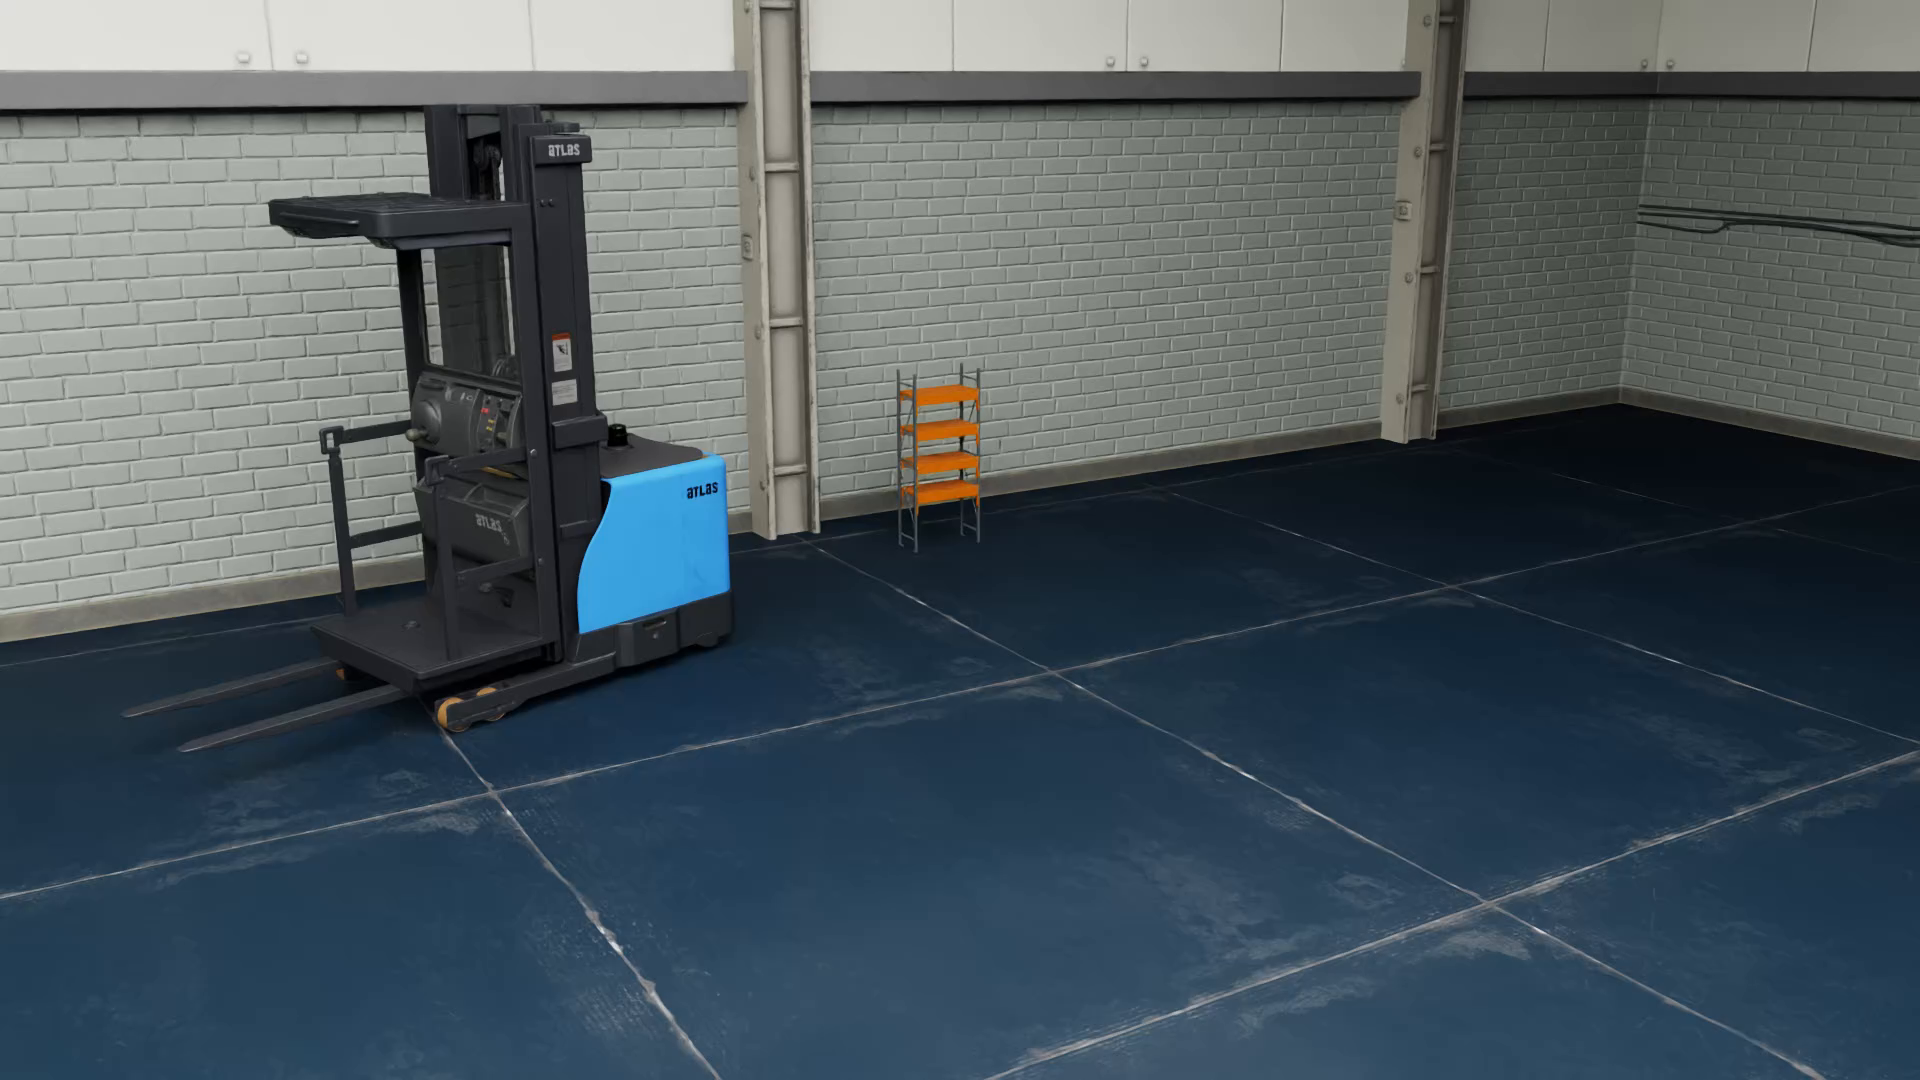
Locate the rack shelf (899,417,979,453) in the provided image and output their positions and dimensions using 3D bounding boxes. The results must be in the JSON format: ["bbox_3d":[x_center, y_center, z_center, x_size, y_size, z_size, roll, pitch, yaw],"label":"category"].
[{"bbox_3d":[-0.142,-0.705,11.124,0.480,0.148,0.258,-9,18,-30],"label":"rack shelf"}]

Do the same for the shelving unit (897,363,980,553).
[{"bbox_3d":[-0.142,-0.555,11.166,0.503,1.200,0.258,-9,18,-30],"label":"shelving unit"}]

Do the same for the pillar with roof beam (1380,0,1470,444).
[{"bbox_3d":[6.143,-4.232,9.834,0.400,9.000,9.100,-9,18,-30],"label":"pillar with roof beam"}]

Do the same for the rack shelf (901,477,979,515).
[{"bbox_3d":[-0.142,-0.299,11.238,0.480,0.148,0.258,-9,18,-30],"label":"rack shelf"}]

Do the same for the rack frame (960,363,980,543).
[{"bbox_3d":[0.067,-0.589,11.287,0.015,1.200,0.240,-9,18,-30],"label":"rack frame"}]

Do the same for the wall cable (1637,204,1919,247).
[{"bbox_3d":[7.132,-3.836,14.175,0.112,2.526,3.097,-9,18,-30],"label":"wall cable"}]

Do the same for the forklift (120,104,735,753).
[{"bbox_3d":[-2.629,-0.632,8.232,1.130,2.935,3.031,14,21,40],"label":"forklift"}]

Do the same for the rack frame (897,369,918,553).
[{"bbox_3d":[-0.351,-0.521,11.045,0.015,1.200,0.240,-9,18,-30],"label":"rack frame"}]

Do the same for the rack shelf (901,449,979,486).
[{"bbox_3d":[-0.142,-0.490,11.184,0.480,0.148,0.258,-9,18,-30],"label":"rack shelf"}]

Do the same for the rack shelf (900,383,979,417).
[{"bbox_3d":[-0.142,-0.933,11.060,0.480,0.148,0.258,-9,18,-30],"label":"rack shelf"}]

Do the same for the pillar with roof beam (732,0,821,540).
[{"bbox_3d":[1.000,-3.398,6.858,0.400,9.000,9.100,-9,18,-30],"label":"pillar with roof beam"}]
